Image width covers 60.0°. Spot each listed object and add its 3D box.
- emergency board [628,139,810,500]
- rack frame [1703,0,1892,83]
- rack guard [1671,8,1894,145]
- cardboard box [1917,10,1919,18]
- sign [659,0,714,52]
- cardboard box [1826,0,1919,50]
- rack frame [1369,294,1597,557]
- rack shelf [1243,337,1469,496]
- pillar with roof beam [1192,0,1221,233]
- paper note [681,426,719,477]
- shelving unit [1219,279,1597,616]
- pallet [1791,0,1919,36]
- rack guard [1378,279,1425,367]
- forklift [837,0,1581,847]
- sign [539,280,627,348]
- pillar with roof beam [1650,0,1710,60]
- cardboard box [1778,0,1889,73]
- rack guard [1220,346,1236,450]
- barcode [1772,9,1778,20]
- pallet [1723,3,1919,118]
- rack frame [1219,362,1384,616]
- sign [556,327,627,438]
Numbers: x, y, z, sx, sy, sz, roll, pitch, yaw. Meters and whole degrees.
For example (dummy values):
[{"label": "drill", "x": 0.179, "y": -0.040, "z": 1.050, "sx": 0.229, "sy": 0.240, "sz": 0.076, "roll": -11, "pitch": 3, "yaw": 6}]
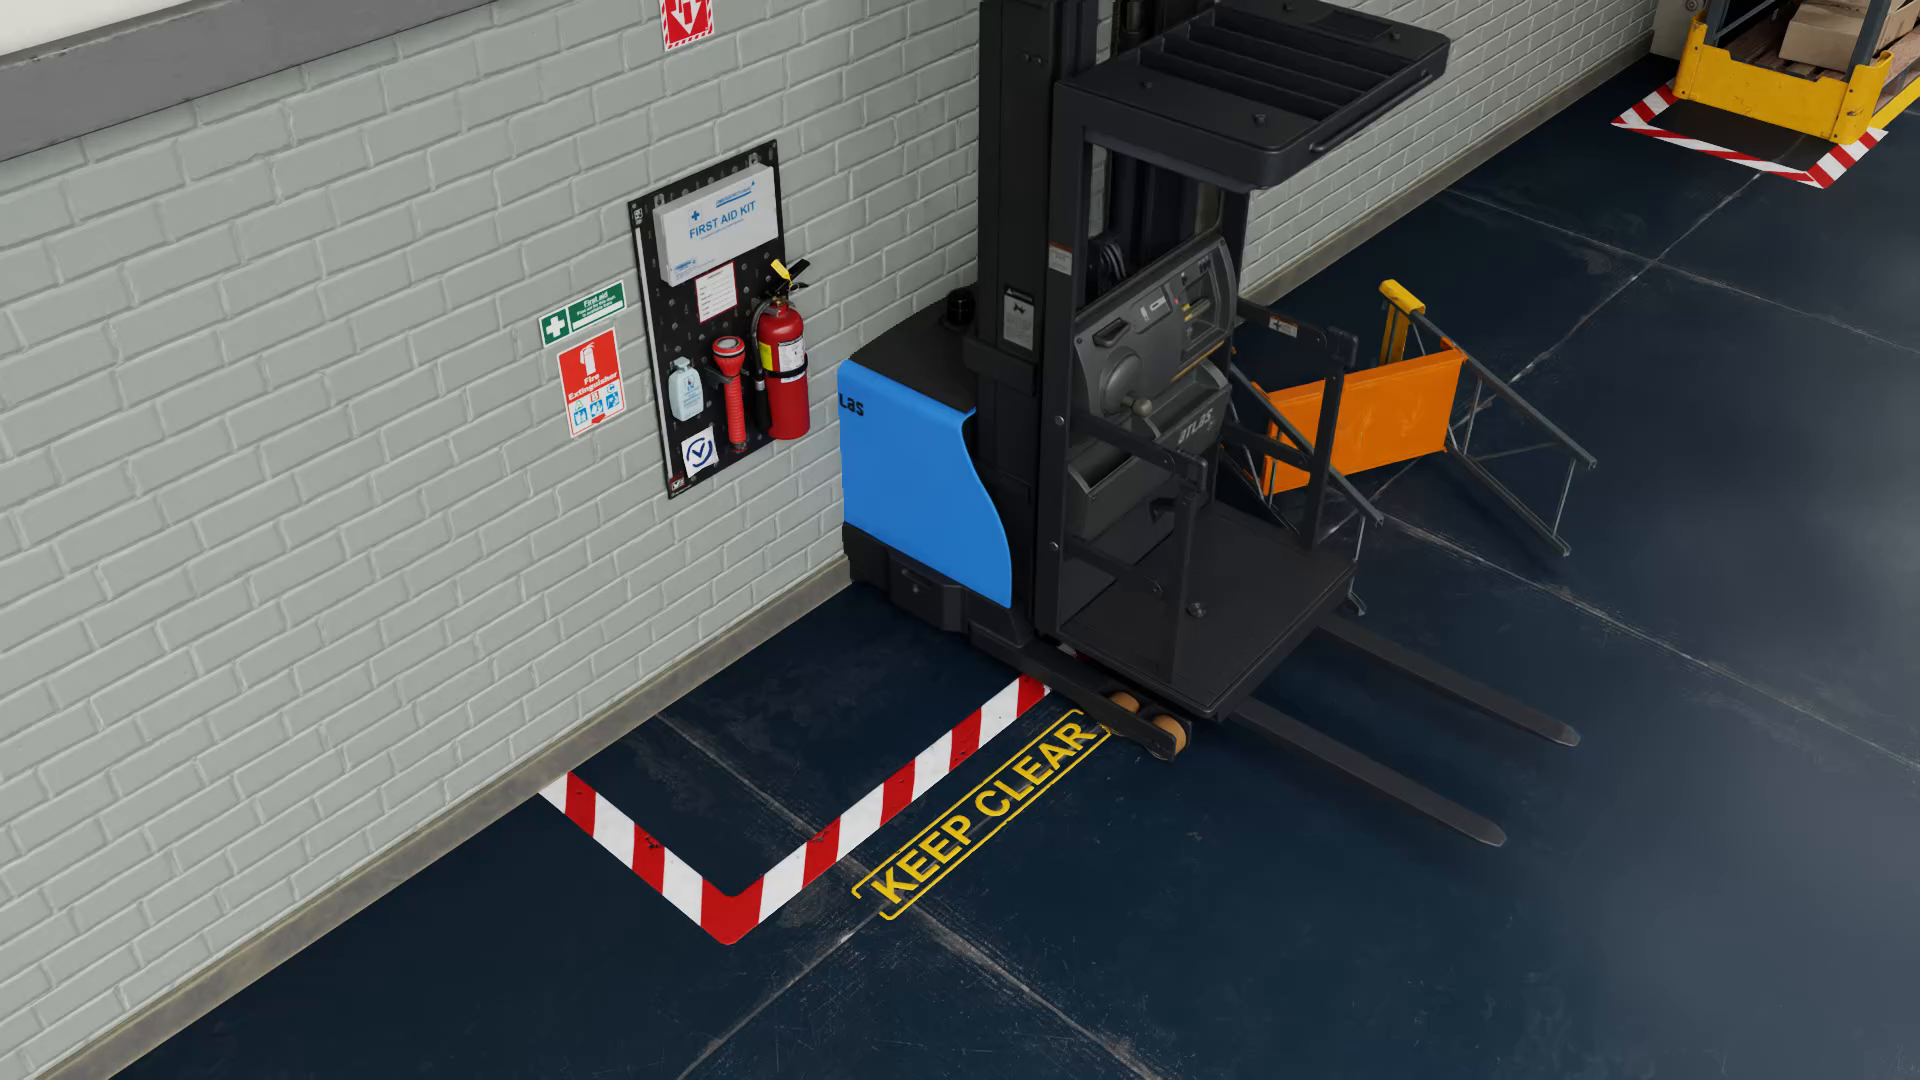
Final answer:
[{"label": "emergency board", "x": -0.758, "y": -0.713, "z": 5.736, "sx": 0.194, "sy": 1.169, "sz": 0.643, "roll": 30, "pitch": 47, "yaw": 32}, {"label": "rack frame", "x": 5.152, "y": -3.904, "z": 9.749, "sx": 1.000, "sy": 3.000, "sz": 0.127, "roll": 30, "pitch": 47, "yaw": 32}, {"label": "rack guard", "x": 5.203, "y": -2.960, "z": 10.571, "sx": 1.175, "sy": 0.500, "sz": 0.348, "roll": 30, "pitch": 47, "yaw": 32}, {"label": "cardboard box", "x": 6.601, "y": -3.955, "z": 11.469, "sx": 0.700, "sy": 0.500, "sz": 0.500, "roll": 27, "pitch": 46, "yaw": 29}, {"label": "sign", "x": -0.837, "y": -1.658, "z": 5.063, "sx": 0.001, "sy": 0.298, "sz": 0.199, "roll": 30, "pitch": 47, "yaw": 32}, {"label": "cardboard box", "x": 6.070, "y": -3.565, "z": 11.131, "sx": 0.500, "sy": 0.311, "sz": 0.500, "roll": -30, "pitch": 47, "yaw": -32}, {"label": "rack frame", "x": 2.296, "y": -0.560, "z": 7.462, "sx": 0.032, "sy": 0.500, "sz": 1.500, "roll": -14, "pitch": 41, "yaw": -17}, {"label": "rack shelf", "x": 1.757, "y": -0.545, "z": 7.443, "sx": 1.000, "sy": 0.538, "sz": 0.185, "roll": -14, "pitch": 41, "yaw": -17}, {"label": "pillar with roof beam", "x": 4.115, "y": -2.372, "z": 3.003, "sx": 9.100, "sy": 9.000, "sz": 0.400, "roll": 30, "pitch": 47, "yaw": 32}, {"label": "paper note", "x": -0.928, "y": -0.316, "z": 5.945, "sx": 0.016, "sy": 0.148, "sz": 0.142, "roll": 30, "pitch": 47, "yaw": 32}, {"label": "shelving unit", "x": 1.833, "y": -0.444, "z": 7.316, "sx": 1.083, "sy": 0.587, "sz": 1.500, "roll": -14, "pitch": 41, "yaw": -17}, {"label": "pallet", "x": 6.600, "y": -3.763, "z": 11.813, "sx": 1.003, "sy": 0.211, "sz": 1.213, "roll": 30, "pitch": 47, "yaw": 32}, {"label": "rack guard", "x": 2.060, "y": -0.921, "z": 7.915, "sx": 0.087, "sy": 0.587, "sz": 0.250, "roll": -14, "pitch": 41, "yaw": -17}, {"label": "forklift", "x": 0.863, "y": -0.701, "z": 5.777, "sx": 3.031, "sy": 2.935, "sz": 1.130, "roll": 27, "pitch": 46, "yaw": 30}, {"label": "sign", "x": -1.197, "y": -0.722, "z": 5.293, "sx": 0.001, "sy": 0.109, "sz": 0.331, "roll": 30, "pitch": 47, "yaw": 32}, {"label": "pillar with roof beam", "x": 8.163, "y": -5.129, "z": 6.470, "sx": 9.100, "sy": 9.000, "sz": 0.400, "roll": 30, "pitch": 47, "yaw": 32}, {"label": "cardboard box", "x": 5.685, "y": -3.304, "z": 10.801, "sx": 0.500, "sy": 0.311, "sz": 0.500, "roll": 24, "pitch": 44, "yaw": 27}, {"label": "rack guard", "x": 1.137, "y": -0.688, "z": 7.622, "sx": 0.087, "sy": 0.587, "sz": 0.250, "roll": -14, "pitch": 41, "yaw": -17}, {"label": "barcode", "x": 5.402, "y": -3.483, "z": 11.020, "sx": 0.001, "sy": 0.075, "sz": 0.075, "roll": 30, "pitch": 47, "yaw": 32}, {"label": "pallet", "x": 5.777, "y": -3.205, "z": 11.112, "sx": 1.003, "sy": 0.211, "sz": 1.213, "roll": 30, "pitch": 47, "yaw": 32}, {"label": "rack frame", "x": 1.354, "y": -0.323, "z": 7.164, "sx": 0.032, "sy": 0.500, "sz": 1.500, "roll": -14, "pitch": 41, "yaw": -17}, {"label": "sign", "x": -1.207, "y": -0.516, "z": 5.460, "sx": 0.001, "sy": 0.329, "sz": 0.234, "roll": 30, "pitch": 47, "yaw": 32}]
